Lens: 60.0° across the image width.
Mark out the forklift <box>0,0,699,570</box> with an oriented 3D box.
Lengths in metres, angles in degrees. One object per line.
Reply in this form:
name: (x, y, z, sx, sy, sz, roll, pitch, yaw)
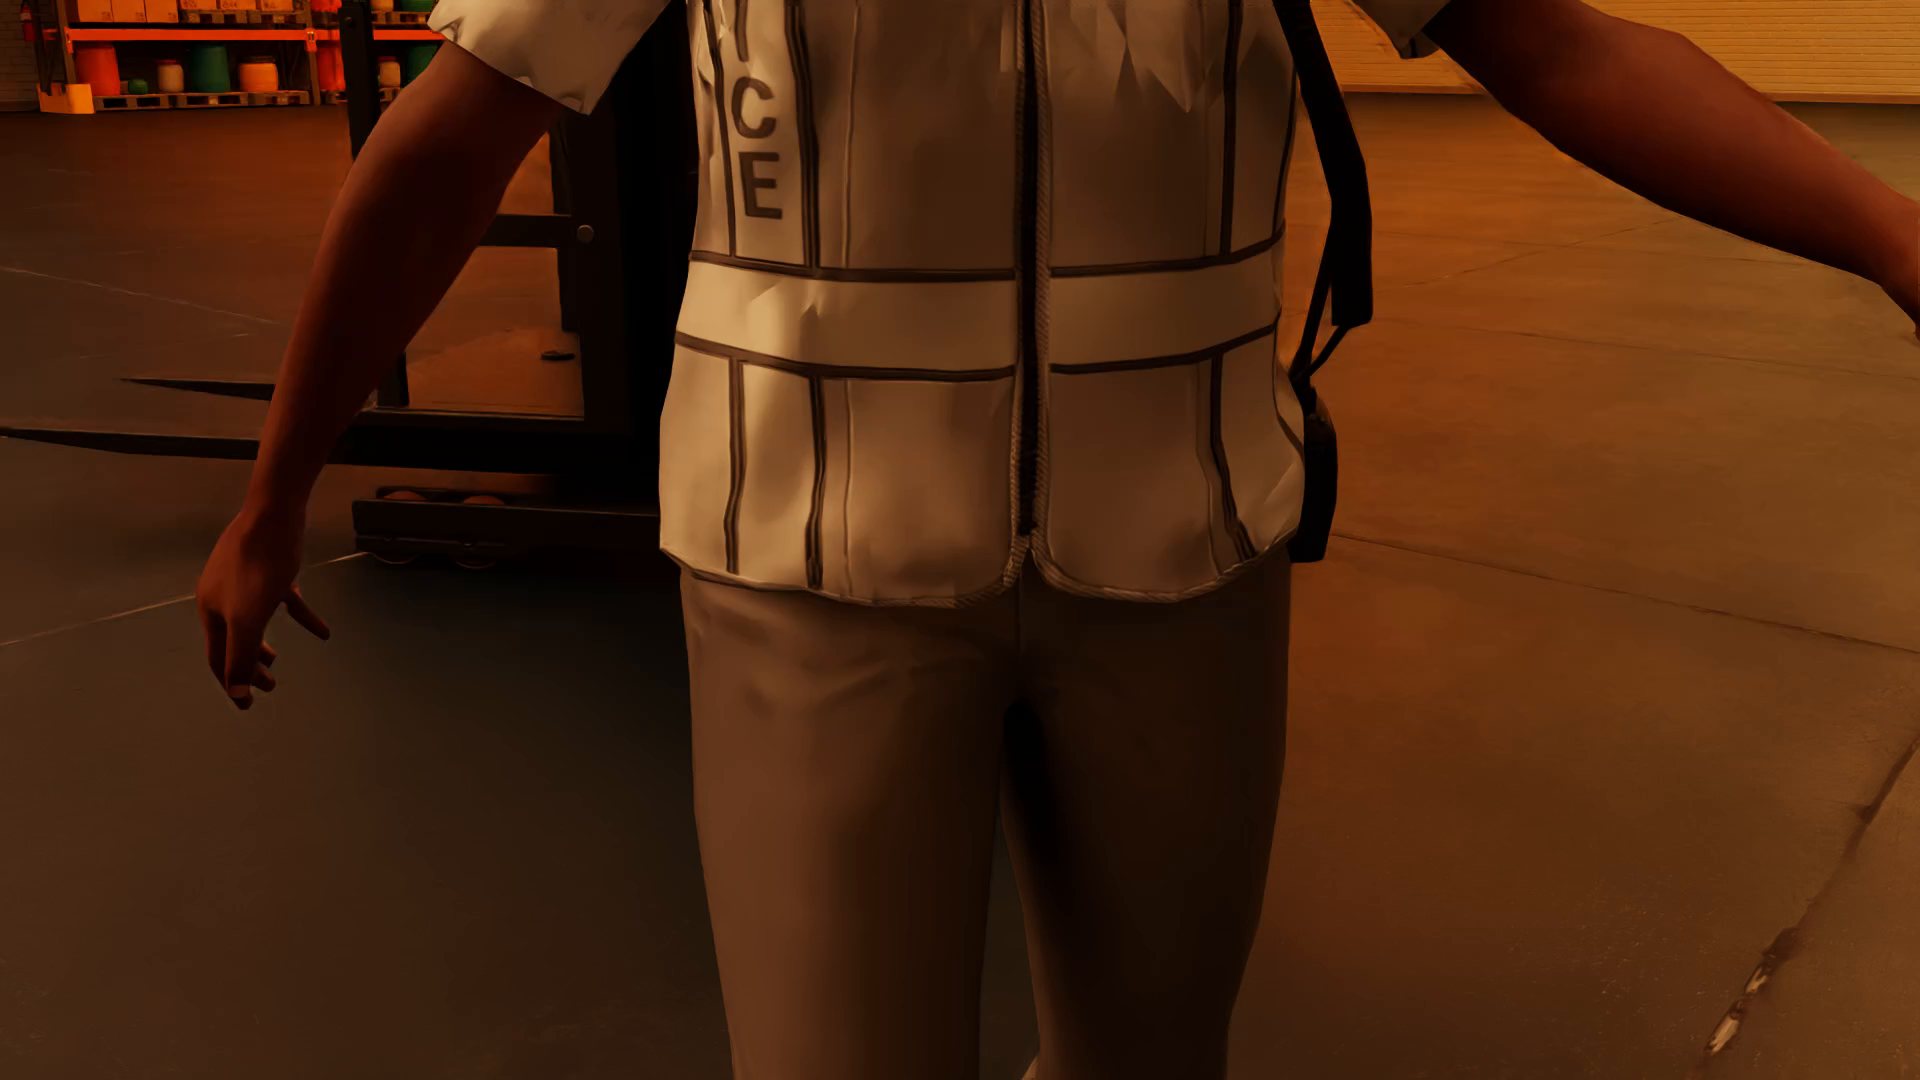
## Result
forklift: (-0.900, -1.482, 3.777, 3.031, 2.935, 1.130, 3, 17, 10)
